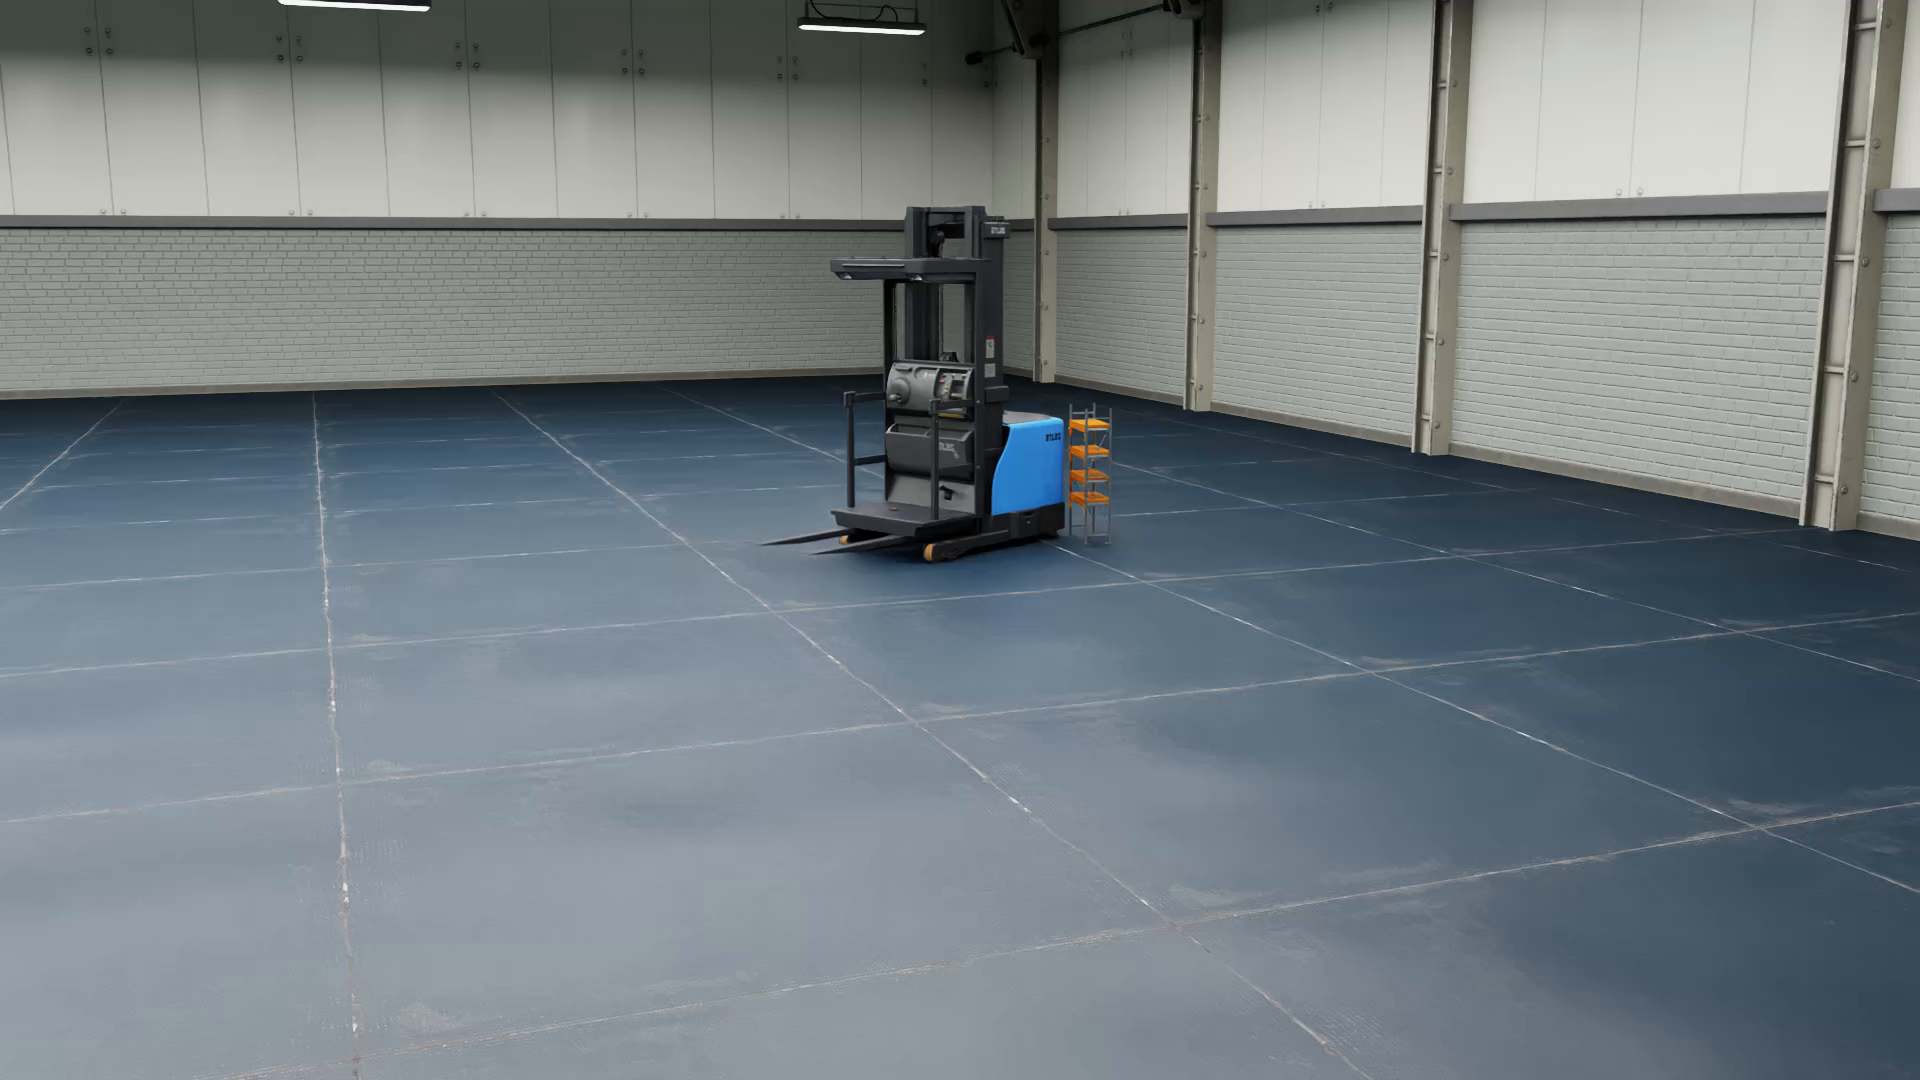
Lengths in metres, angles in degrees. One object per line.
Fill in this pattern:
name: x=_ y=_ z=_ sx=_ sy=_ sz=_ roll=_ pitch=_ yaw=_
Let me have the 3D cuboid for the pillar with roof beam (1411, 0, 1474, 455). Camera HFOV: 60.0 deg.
pillar with roof beam: x=1.967 y=-5.261 z=18.800 sx=9.100 sy=9.000 sz=0.400 roll=-4 pitch=11 yaw=-21

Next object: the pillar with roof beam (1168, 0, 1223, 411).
pillar with roof beam: x=-0.208 y=-6.240 z=24.306 sx=9.100 sy=9.000 sz=0.548 roll=-4 pitch=11 yaw=-21

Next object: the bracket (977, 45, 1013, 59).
bracket: x=0.505 y=-9.601 z=32.919 sx=0.076 sy=0.066 sz=3.189 roll=-4 pitch=11 yaw=-21

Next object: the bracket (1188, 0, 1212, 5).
bracket: x=3.624 y=-8.195 z=25.019 sx=0.235 sy=0.232 sz=0.430 roll=-4 pitch=11 yaw=-21

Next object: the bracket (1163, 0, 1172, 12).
bracket: x=3.324 y=-8.331 z=25.781 sx=0.235 sy=0.232 sz=0.430 roll=-4 pitch=11 yaw=-21

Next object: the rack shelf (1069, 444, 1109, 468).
rack shelf: x=1.160 y=-0.751 z=14.814 sx=0.258 sy=0.148 sz=0.480 roll=-3 pitch=10 yaw=-12

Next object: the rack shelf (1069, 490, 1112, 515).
rack shelf: x=1.164 y=-0.335 z=14.889 sx=0.258 sy=0.148 sz=0.480 roll=-3 pitch=10 yaw=-12

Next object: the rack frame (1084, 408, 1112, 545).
rack frame: x=1.214 y=-0.555 z=14.607 sx=0.240 sy=1.200 sz=0.015 roll=-3 pitch=10 yaw=-12

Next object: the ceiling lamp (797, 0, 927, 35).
ceiling lamp: x=-1.592 y=-9.421 z=25.521 sx=2.000 sy=3.185 sz=0.800 roll=-4 pitch=11 yaw=-21

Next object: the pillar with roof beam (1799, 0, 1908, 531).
pillar with roof beam: x=4.141 y=-4.281 z=13.294 sx=9.100 sy=9.000 sz=0.400 roll=-4 pitch=11 yaw=-21

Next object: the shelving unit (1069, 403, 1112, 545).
shelving unit: x=1.162 y=-0.597 z=14.842 sx=0.258 sy=1.200 sz=0.503 roll=-3 pitch=10 yaw=-12

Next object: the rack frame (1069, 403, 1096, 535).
rack frame: x=1.110 y=-0.638 z=15.077 sx=0.240 sy=1.200 sz=0.015 roll=-3 pitch=10 yaw=-12

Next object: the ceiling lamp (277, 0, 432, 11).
ceiling lamp: x=-8.434 y=-8.955 z=22.902 sx=2.000 sy=3.185 sz=0.800 roll=-4 pitch=11 yaw=-21

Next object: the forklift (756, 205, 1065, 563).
forklift: x=-0.402 y=-1.349 z=14.136 sx=1.130 sy=2.935 sz=3.031 roll=9 pitch=13 yaw=41

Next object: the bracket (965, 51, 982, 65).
bracket: x=0.291 y=-9.697 z=33.461 sx=0.235 sy=0.232 sz=0.430 roll=-4 pitch=11 yaw=-21

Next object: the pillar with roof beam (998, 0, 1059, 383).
pillar with roof beam: x=-2.382 y=-7.219 z=29.811 sx=9.100 sy=9.000 sz=0.548 roll=-4 pitch=11 yaw=-21

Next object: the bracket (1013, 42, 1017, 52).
bracket: x=1.149 y=-9.310 z=31.286 sx=0.235 sy=0.232 sz=0.430 roll=-4 pitch=11 yaw=-21

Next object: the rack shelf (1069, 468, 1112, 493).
rack shelf: x=1.162 y=-0.530 z=14.854 sx=0.258 sy=0.148 sz=0.480 roll=-3 pitch=10 yaw=-12

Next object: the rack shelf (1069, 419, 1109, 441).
rack shelf: x=1.158 y=-0.983 z=14.773 sx=0.258 sy=0.148 sz=0.480 roll=-3 pitch=10 yaw=-12

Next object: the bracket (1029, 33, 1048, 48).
bracket: x=1.450 y=-9.175 z=30.525 sx=0.235 sy=0.232 sz=0.430 roll=-4 pitch=11 yaw=-21

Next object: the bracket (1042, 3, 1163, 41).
bracket: x=2.384 y=-8.754 z=28.160 sx=0.076 sy=0.066 sz=4.783 roll=-4 pitch=11 yaw=-21
